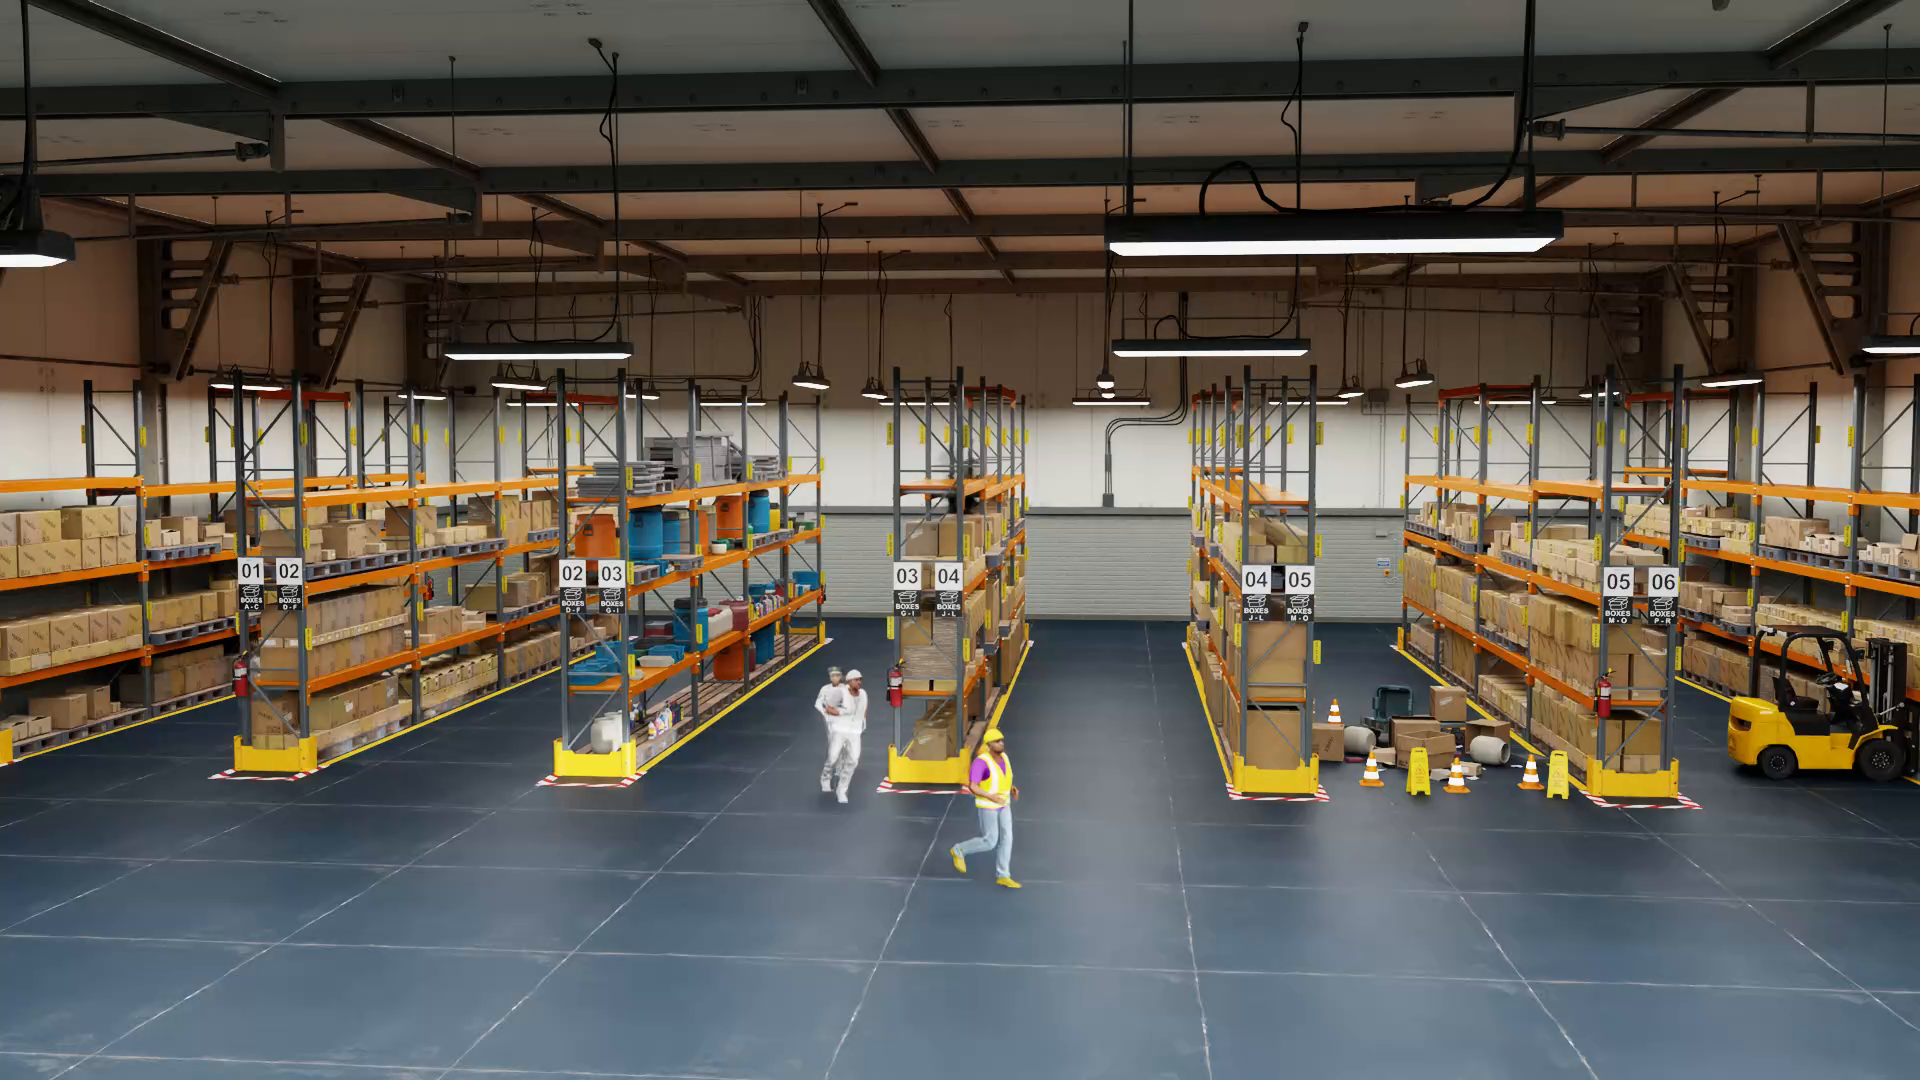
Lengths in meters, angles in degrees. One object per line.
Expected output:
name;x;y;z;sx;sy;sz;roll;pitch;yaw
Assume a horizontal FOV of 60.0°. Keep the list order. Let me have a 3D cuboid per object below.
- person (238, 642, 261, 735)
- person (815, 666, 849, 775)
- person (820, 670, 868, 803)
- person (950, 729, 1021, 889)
person;-11.718;2.518;27.510;0.546;1.633;0.656;1;4;10
person;-1.796;2.652;24.268;0.654;1.642;0.651;0;4;6
person;-1.542;2.692;23.081;0.684;1.798;0.746;-1;4;-21
person;0.334;2.981;18.636;0.854;1.760;0.708;3;5;39
